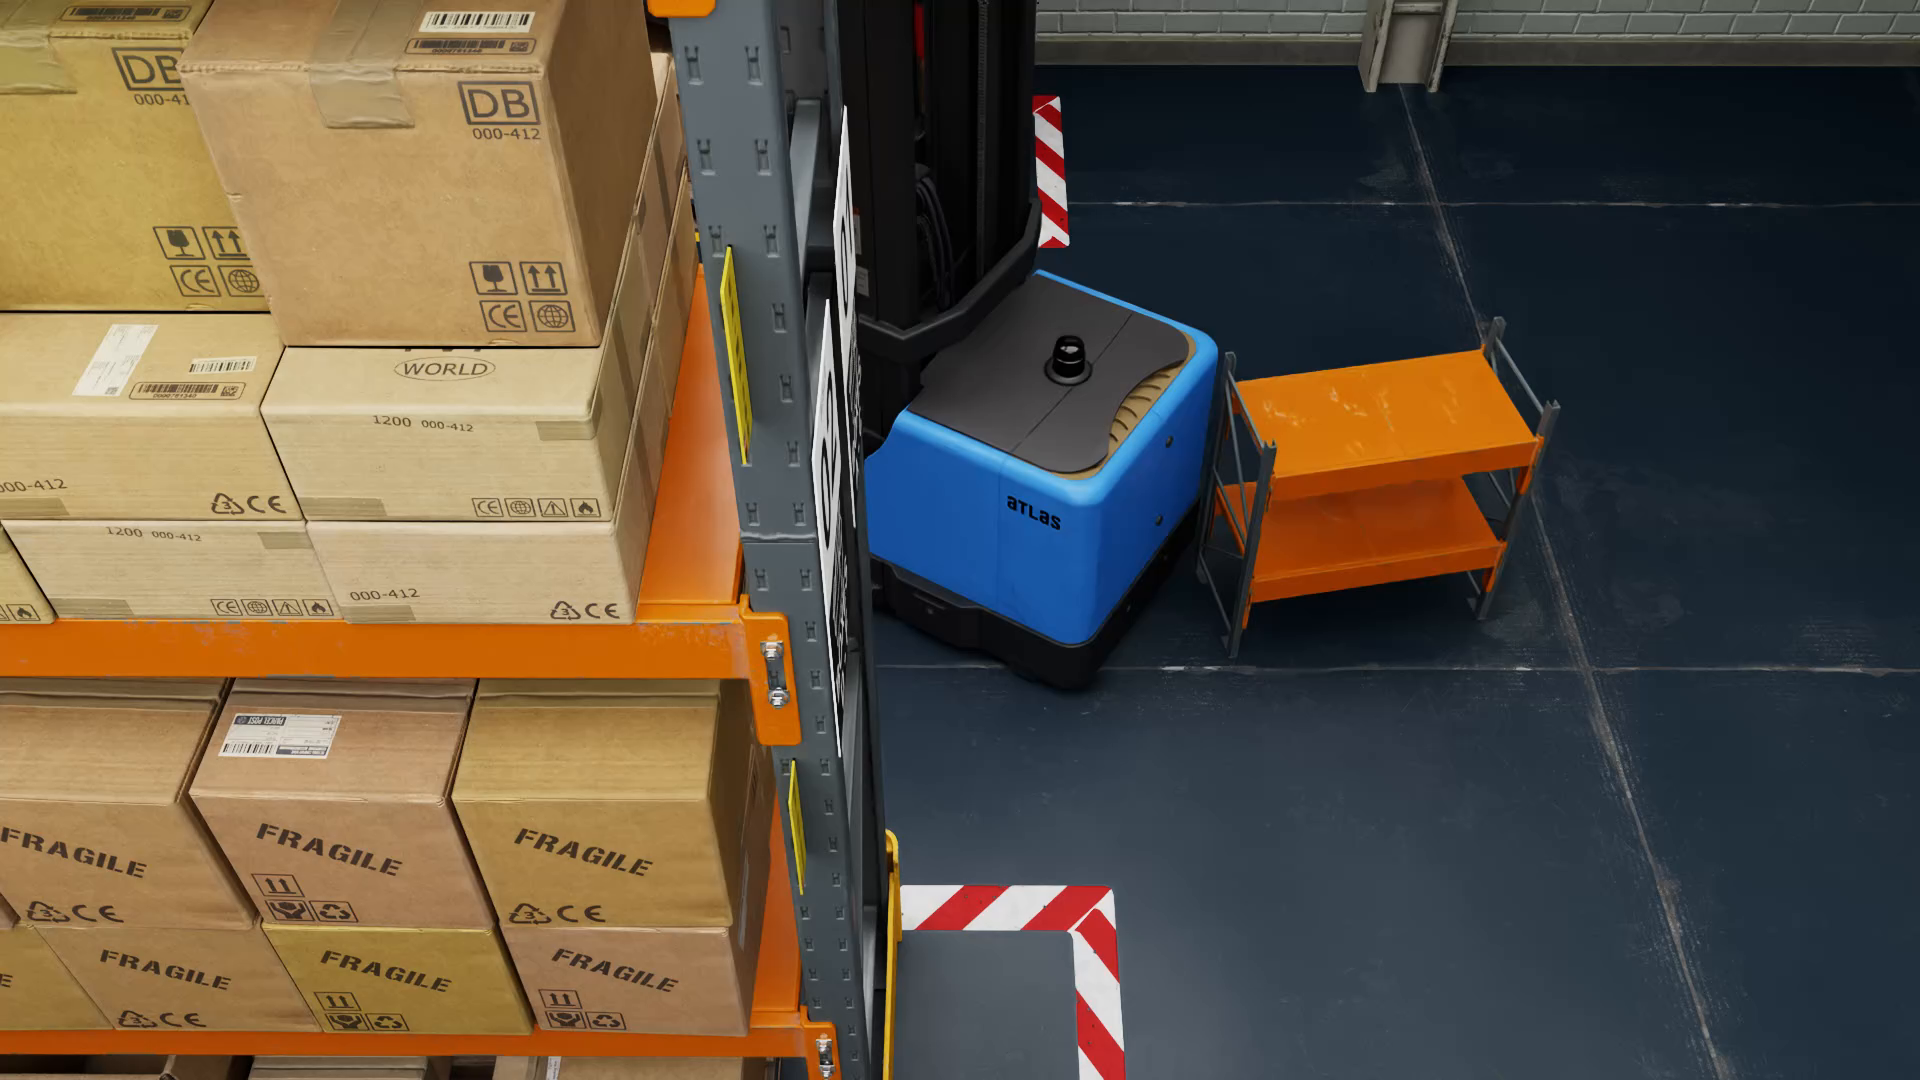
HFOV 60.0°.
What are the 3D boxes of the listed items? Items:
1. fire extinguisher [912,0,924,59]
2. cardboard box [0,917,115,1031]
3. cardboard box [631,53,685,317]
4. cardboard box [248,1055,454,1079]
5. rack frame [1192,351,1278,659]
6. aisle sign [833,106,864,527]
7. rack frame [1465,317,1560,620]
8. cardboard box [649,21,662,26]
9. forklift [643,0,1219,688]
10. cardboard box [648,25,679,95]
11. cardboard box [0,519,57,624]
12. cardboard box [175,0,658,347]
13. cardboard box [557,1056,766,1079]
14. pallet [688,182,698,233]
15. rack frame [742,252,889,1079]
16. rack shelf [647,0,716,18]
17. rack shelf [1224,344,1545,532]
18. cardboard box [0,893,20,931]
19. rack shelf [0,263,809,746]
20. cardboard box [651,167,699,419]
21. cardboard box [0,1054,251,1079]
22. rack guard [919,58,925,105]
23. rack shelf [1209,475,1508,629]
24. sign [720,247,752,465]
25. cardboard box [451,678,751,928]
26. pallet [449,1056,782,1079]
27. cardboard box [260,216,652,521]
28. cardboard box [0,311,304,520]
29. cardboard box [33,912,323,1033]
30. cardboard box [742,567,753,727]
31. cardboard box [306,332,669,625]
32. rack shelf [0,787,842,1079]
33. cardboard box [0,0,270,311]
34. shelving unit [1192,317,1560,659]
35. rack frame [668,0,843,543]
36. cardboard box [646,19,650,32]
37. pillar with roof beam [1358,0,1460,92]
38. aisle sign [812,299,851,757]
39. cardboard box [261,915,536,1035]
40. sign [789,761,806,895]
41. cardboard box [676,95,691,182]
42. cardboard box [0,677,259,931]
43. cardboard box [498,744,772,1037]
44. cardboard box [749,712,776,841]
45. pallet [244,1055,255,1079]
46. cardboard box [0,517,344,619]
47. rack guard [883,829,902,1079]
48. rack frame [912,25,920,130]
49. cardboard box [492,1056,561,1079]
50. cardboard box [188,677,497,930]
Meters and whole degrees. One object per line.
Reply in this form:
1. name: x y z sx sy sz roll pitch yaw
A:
1. fire extinguisher: -0.131 -2.473 7.391 0.183 0.674 0.296 0 47 0
2. cardboard box: -2.265 0.819 3.951 0.500 0.500 0.500 0 47 0
3. cardboard box: -0.807 -0.672 3.119 0.500 0.250 0.500 0 47 0
4. cardboard box: -1.789 1.602 4.868 0.500 0.250 0.500 0 47 0
5. rack frame: 1.005 -0.107 6.162 0.032 1.125 0.500 -8 48 -7
6. aisle sign: -0.225 -0.439 3.415 0.004 0.787 0.394 0 47 0
7. rack frame: 2.003 -0.249 6.294 0.032 1.125 0.500 -8 48 -7
8. cardboard box: -1.361 -2.553 8.135 0.250 0.149 0.380 0 47 0
9. forklift: -0.562 -1.282 6.022 3.031 2.935 1.130 25 52 21
10. cardboard box: -1.365 -2.273 7.875 0.250 0.149 0.380 1 47 1
11. cardboard box: -1.809 -0.119 2.946 0.500 0.250 0.500 0 47 0
12. cardboard box: -0.808 -0.725 2.656 0.500 0.500 0.700 0 47 0
13. cardboard box: -0.839 1.542 4.754 0.500 0.500 0.500 0 47 0
14. pallet: -1.080 -1.960 8.511 1.213 0.211 1.003 0 47 0
15. rack frame: -0.295 0.661 4.166 0.127 3.000 1.000 0 47 0
16. rack shelf: -2.295 -1.142 2.240 4.000 0.370 1.077 0 47 0
17. rack shelf: 1.504 -0.377 6.013 1.000 0.278 0.538 -8 48 -7
18. cardboard box: -2.278 0.486 3.578 0.500 0.500 0.500 1 47 1
19. rack shelf: -2.295 -0.121 3.337 4.000 0.370 1.077 0 47 0
20. cardboard box: -0.807 -0.497 3.298 0.500 0.250 0.500 0 47 0
21. cardboard box: -2.416 1.352 4.928 0.637 0.503 0.797 0 47 0
22. rack guard: -0.256 -2.113 8.456 0.348 0.500 1.175 0 47 0
23. rack shelf: 1.504 -0.011 6.407 1.000 0.278 0.538 -8 48 -7
24. sign: -0.317 -0.256 2.366 0.005 0.325 0.100 0 47 0
25. cardboard box: -0.741 0.486 3.577 0.500 0.500 0.500 0 47 0
26. pallet: -1.168 1.610 5.189 1.213 0.211 1.003 0 47 0
27. cardboard box: -0.809 -0.295 2.768 0.500 0.250 0.500 0 47 0
28. cardboard box: -1.309 -0.296 2.769 0.500 0.250 0.500 0 47 0
29. cardboard box: -1.761 0.821 3.949 0.500 0.500 0.500 0 47 0
30. cardboard box: -0.737 0.092 3.944 0.500 0.500 0.500 1 47 1
31. cardboard box: -0.809 -0.118 2.945 0.500 0.250 0.500 0 47 0
32. rack shelf: -2.295 0.901 4.435 4.000 0.370 1.077 0 47 0
33. cardboard box: -1.308 -0.788 2.715 0.500 0.500 0.700 0 47 0
34. shelving unit: 1.504 -0.178 6.228 1.048 1.125 0.538 -8 48 -7
35. rack frame: -0.295 -1.383 1.970 0.127 3.000 1.000 0 47 0
36. cardboard box: -1.611 -2.554 8.136 0.250 0.149 0.380 1 47 0
37. pillar with roof beam: 2.407 -2.484 2.995 0.400 9.000 9.100 0 47 0
38. aisle sign: -0.228 0.000 3.006 0.004 0.787 0.394 0 47 0
39. cardboard box: -1.262 0.826 3.944 0.500 0.500 0.500 1 47 0
40. sign: -0.317 0.565 3.249 0.005 0.325 0.100 0 47 0
41. cardboard box: -1.481 -2.186 8.237 0.500 0.500 0.700 0 47 0
42. cardboard box: -1.764 0.488 3.576 0.500 0.500 0.500 1 47 1
43. cardboard box: -0.744 0.825 3.945 0.500 0.500 0.500 1 47 1
44. cardboard box: -0.737 0.433 4.310 0.500 0.500 0.500 1 47 1
45. pallet: -2.385 1.604 5.194 1.213 0.211 1.003 0 47 0
46. cardboard box: -1.309 -0.128 2.954 0.500 0.250 0.500 0 47 0
47. rack guard: -0.371 1.513 5.081 0.348 0.500 1.175 0 47 0
48. rack frame: -0.280 -2.965 7.541 0.127 3.000 1.000 0 47 0
49. cardboard box: -1.244 1.588 4.938 0.250 0.166 0.380 0 47 0
50. cardboard box: -1.246 0.486 3.578 0.500 0.500 0.500 1 47 1
